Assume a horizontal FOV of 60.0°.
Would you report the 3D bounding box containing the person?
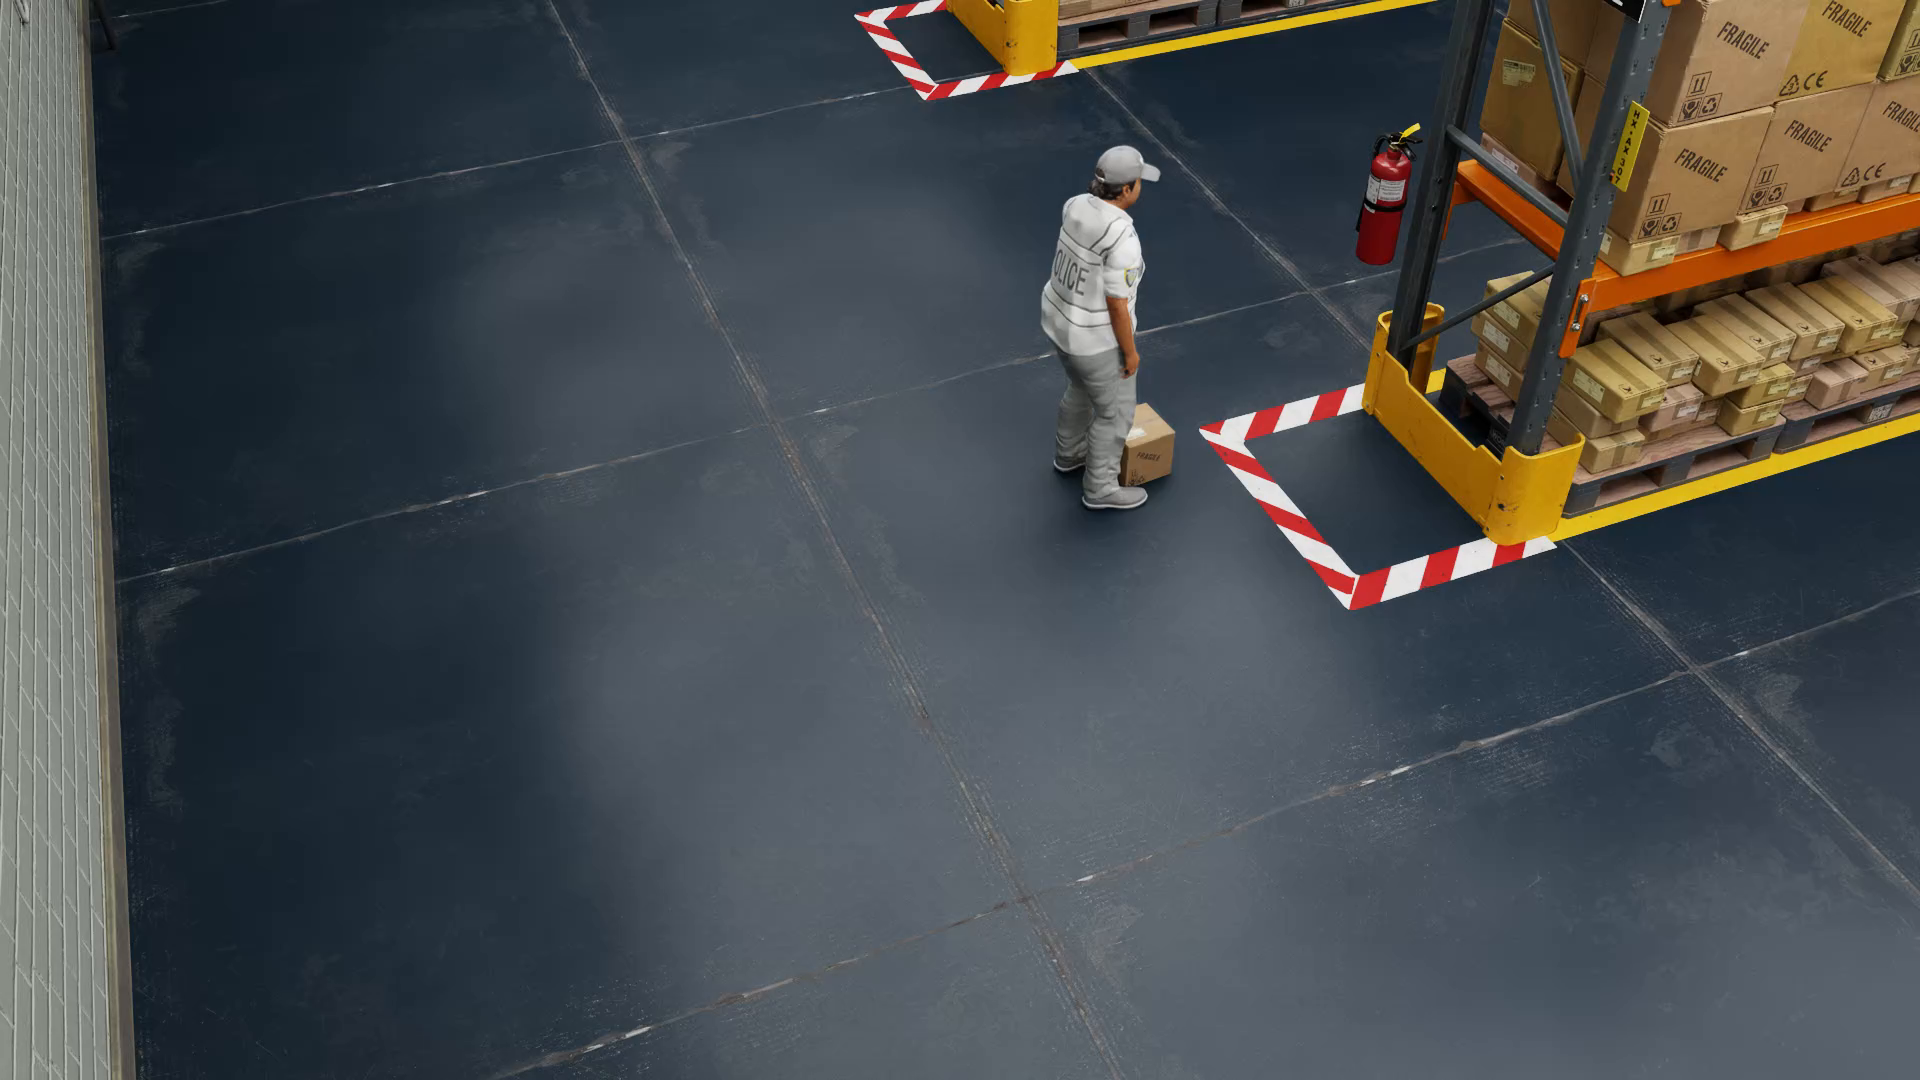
[{"bbox_3d":[0.612,-0.907,7.162,0.469,1.665,0.560,-18,45,-19],"label":"person"}]
